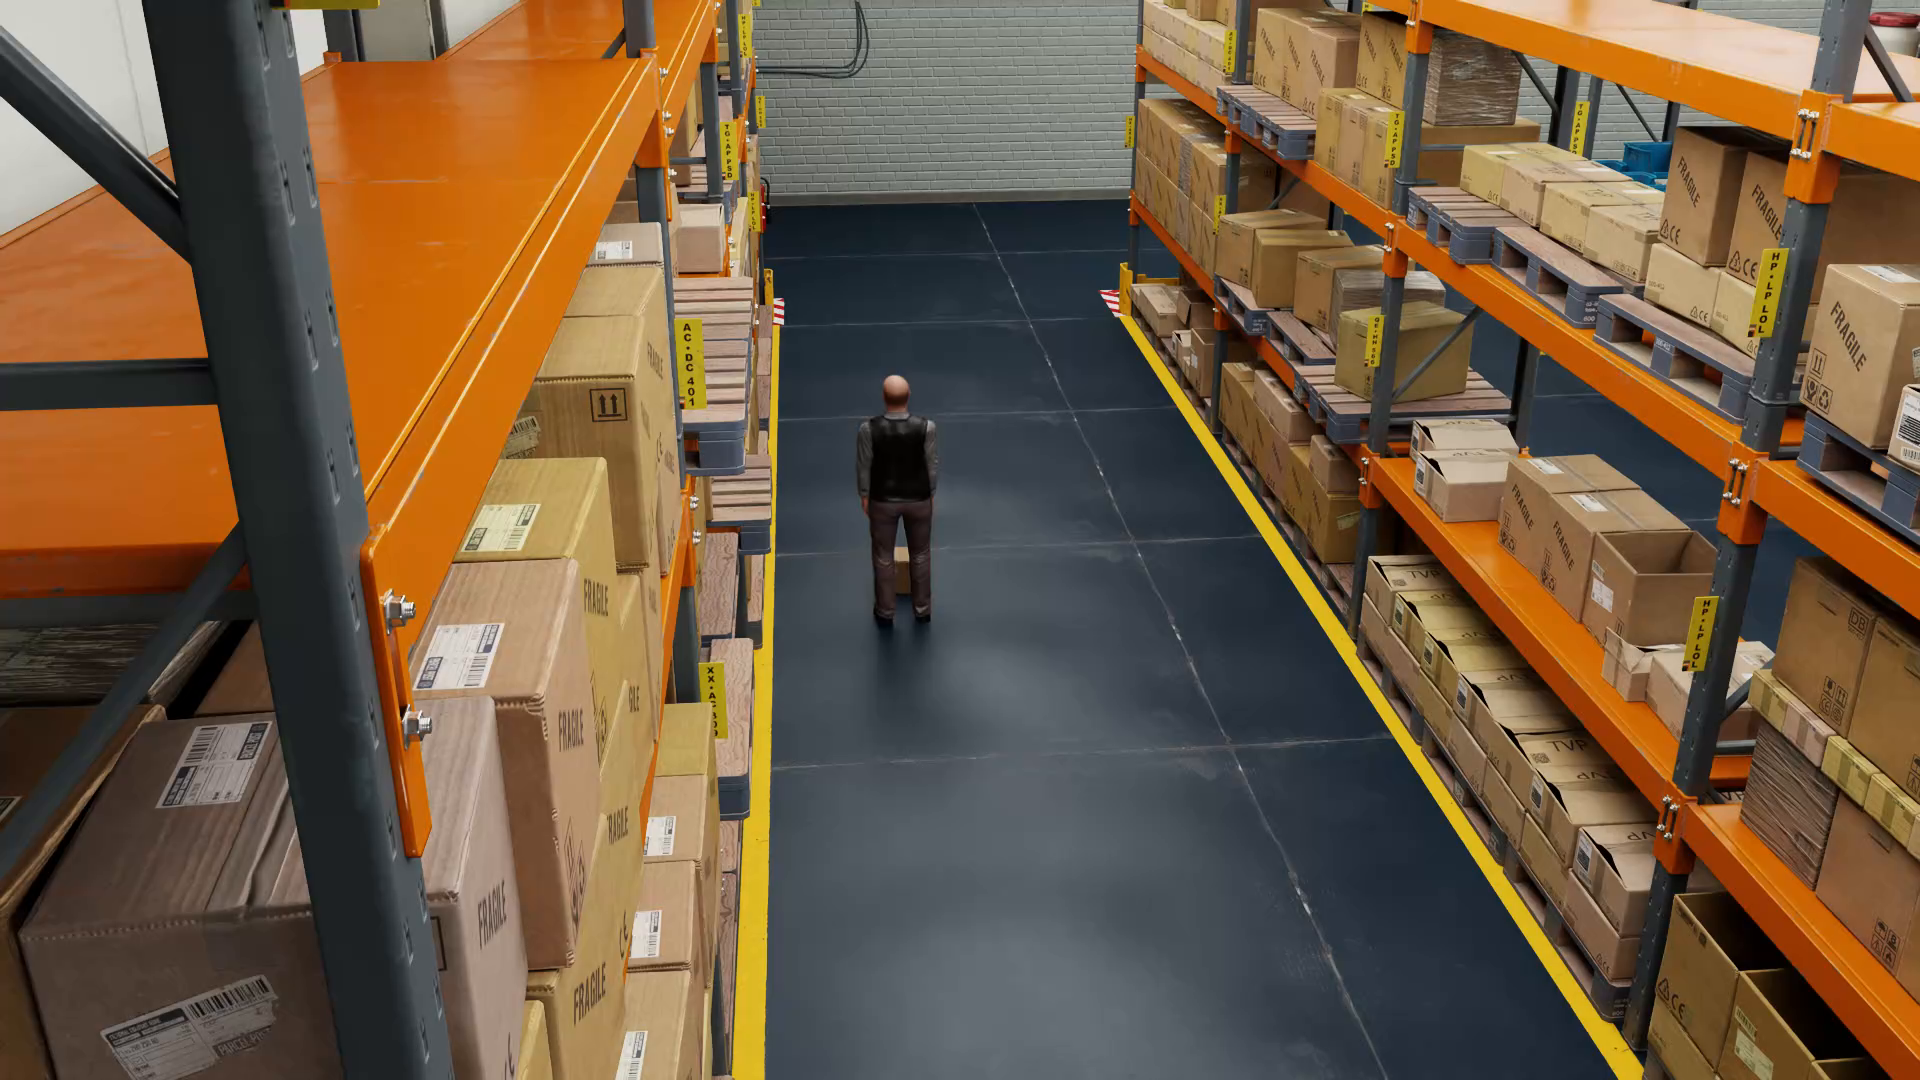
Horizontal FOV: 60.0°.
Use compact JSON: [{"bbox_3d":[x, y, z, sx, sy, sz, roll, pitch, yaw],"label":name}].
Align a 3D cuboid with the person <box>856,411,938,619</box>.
[{"bbox_3d":[-0.413,-0.197,10.996,0.533,1.453,0.358,-2,24,-5],"label":"person"}]
